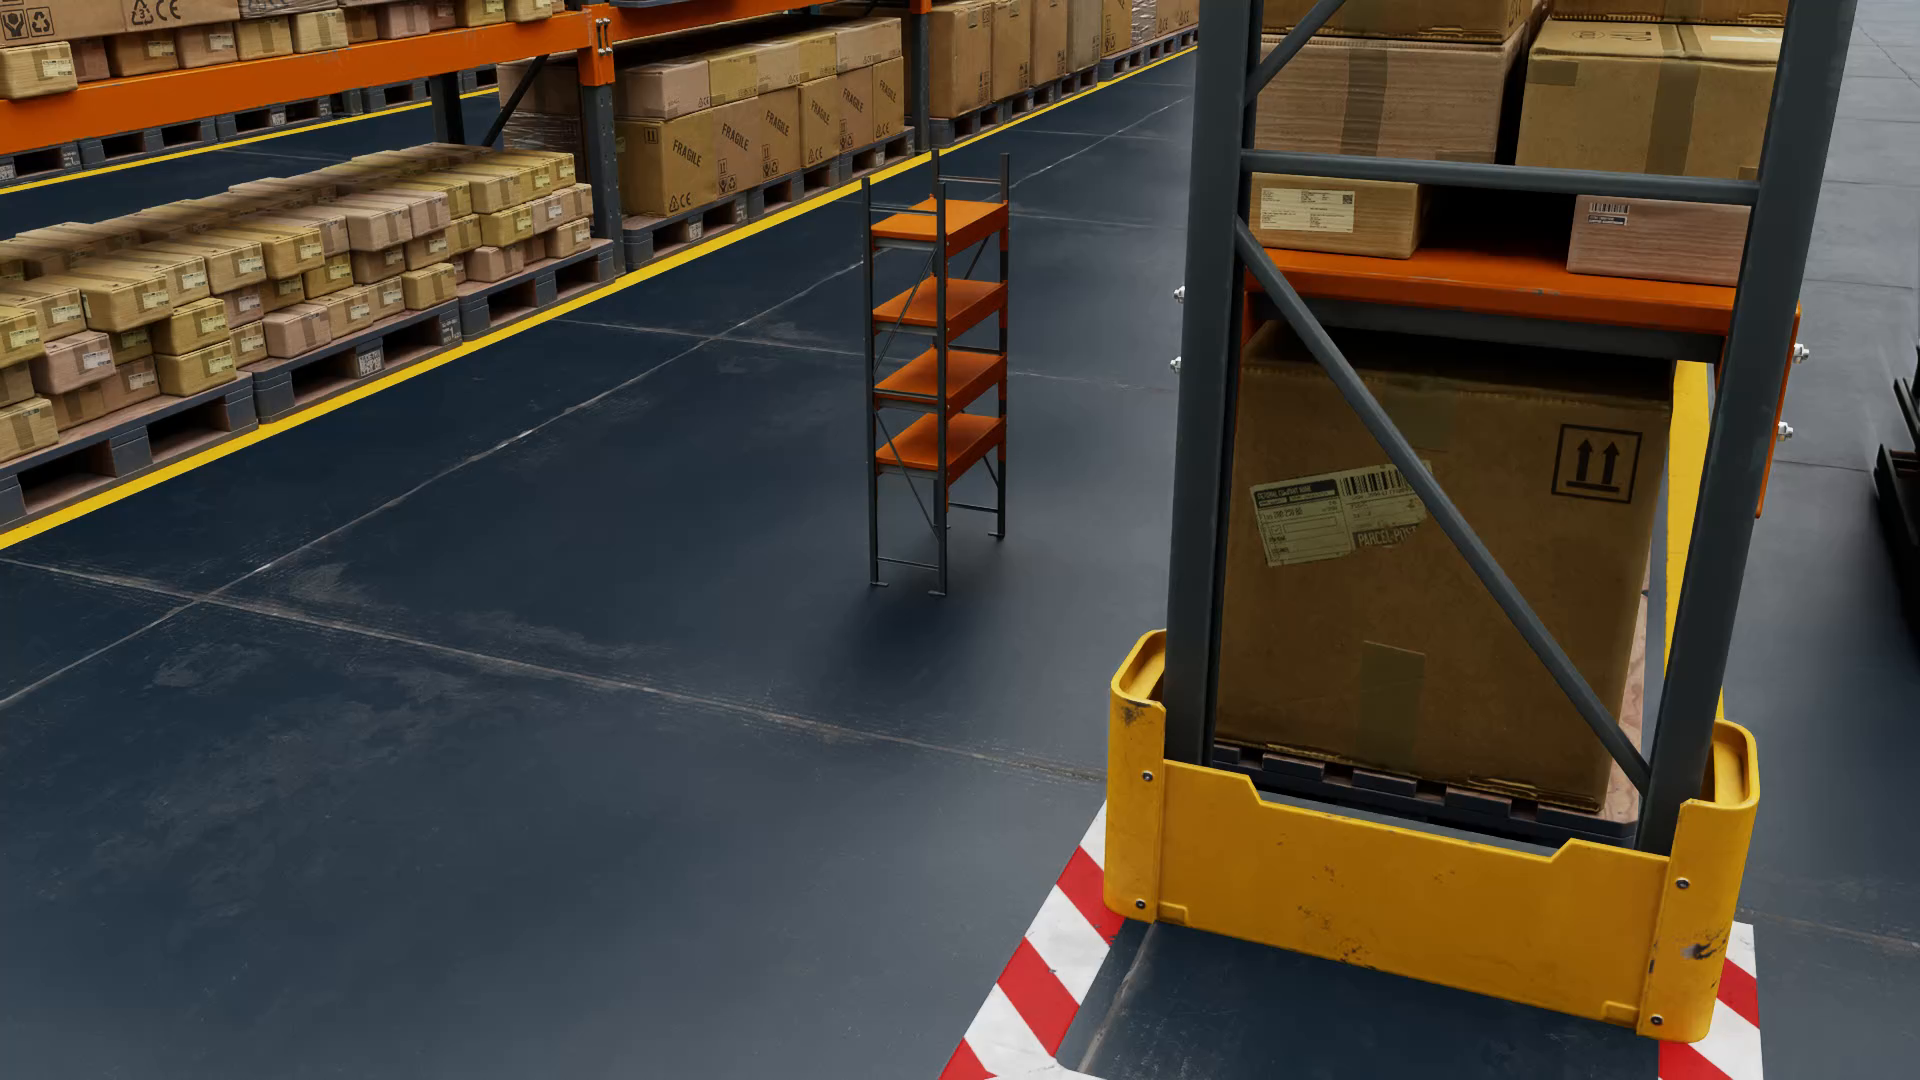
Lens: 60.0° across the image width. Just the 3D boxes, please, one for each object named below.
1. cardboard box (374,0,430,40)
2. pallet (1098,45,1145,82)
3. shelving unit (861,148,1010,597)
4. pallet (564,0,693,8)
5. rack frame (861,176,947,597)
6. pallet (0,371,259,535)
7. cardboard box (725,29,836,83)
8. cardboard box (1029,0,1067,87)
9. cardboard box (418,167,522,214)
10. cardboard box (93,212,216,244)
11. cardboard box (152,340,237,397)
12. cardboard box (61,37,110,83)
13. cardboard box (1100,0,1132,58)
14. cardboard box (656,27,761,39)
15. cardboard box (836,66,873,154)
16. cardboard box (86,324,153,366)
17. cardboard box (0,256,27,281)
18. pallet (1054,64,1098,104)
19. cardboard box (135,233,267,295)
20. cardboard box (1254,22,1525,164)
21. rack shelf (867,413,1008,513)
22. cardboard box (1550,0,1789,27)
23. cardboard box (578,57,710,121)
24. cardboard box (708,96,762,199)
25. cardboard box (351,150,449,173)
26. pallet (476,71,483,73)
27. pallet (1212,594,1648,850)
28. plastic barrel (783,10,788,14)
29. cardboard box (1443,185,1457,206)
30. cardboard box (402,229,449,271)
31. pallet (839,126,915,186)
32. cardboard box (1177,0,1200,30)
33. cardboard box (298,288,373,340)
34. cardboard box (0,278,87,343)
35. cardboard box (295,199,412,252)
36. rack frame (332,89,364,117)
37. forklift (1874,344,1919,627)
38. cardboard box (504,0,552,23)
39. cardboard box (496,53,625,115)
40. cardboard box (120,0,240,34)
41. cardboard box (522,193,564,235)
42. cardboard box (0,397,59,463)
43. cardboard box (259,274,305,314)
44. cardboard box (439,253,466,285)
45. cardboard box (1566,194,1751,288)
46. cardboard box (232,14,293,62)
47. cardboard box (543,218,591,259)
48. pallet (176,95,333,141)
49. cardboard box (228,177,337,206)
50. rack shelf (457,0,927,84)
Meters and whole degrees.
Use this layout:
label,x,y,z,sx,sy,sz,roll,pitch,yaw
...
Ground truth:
label,x,y,z,sx,sy,sz,roll,pitch,yaw
cardboard box,-2.418,-2.149,6.830,0.380,0.149,0.250,8,24,18
pallet,1.138,-4.623,16.044,1.003,0.211,1.213,9,24,20
shelving unit,-0.061,-0.494,4.877,0.258,1.200,0.503,9,24,20
pallet,-1.770,-2.950,8.670,1.003,0.211,1.213,9,24,20
rack frame,-0.152,-0.407,4.668,0.240,1.200,0.015,9,24,20
pallet,-3.312,-0.381,5.888,1.003,0.211,1.213,9,24,20
cardboard box,-1.094,-2.960,10.169,0.500,0.250,0.500,9,24,21
cardboard box,0.274,-4.225,13.847,1.050,0.750,0.750,9,24,20
cardboard box,-2.223,-1.587,7.540,0.380,0.149,0.250,9,24,20
cardboard box,-3.184,-1.192,6.594,0.380,0.149,0.250,8,24,18
cardboard box,-2.879,-0.646,6.058,0.380,0.149,0.250,9,24,21
cardboard box,-3.075,-1.606,5.528,0.380,0.149,0.250,10,25,23
cardboard box,1.081,-5.077,15.725,0.875,0.875,0.875,9,24,21
cardboard box,-1.568,-3.035,10.349,0.500,0.250,0.500,9,24,20
cardboard box,-0.901,-2.800,10.759,0.500,0.500,0.500,10,25,22
cardboard box,-3.079,-0.711,5.829,0.380,0.149,0.250,9,24,21
cardboard box,-3.588,-0.926,5.956,0.380,0.149,0.250,8,24,19
pallet,0.566,-4.075,14.732,1.003,0.211,1.213,9,24,20
cardboard box,-2.834,-1.032,6.212,0.380,0.149,0.250,10,25,22
cardboard box,0.827,-0.888,3.292,0.500,0.250,0.500,8,24,19
rack shelf,-0.061,-0.249,4.979,0.258,0.148,0.480,9,24,20
cardboard box,1.508,-1.334,3.389,0.500,0.500,0.500,8,24,19
cardboard box,-1.669,-2.399,8.827,0.500,0.250,0.500,8,24,18
cardboard box,-1.473,-2.242,9.425,0.500,0.500,0.500,10,25,22
cardboard box,-2.666,-1.755,7.942,0.380,0.149,0.250,10,25,23
pallet,-4.138,-4.756,16.362,1.003,0.211,1.213,9,24,20
pallet,1.117,0.381,4.064,1.003,0.211,1.213,9,24,20
plastic barrel,-1.726,-5.608,18.127,0.421,0.421,0.512,-12,25,-26
cardboard box,0.909,-0.850,3.720,0.380,0.149,0.250,9,24,20
cardboard box,-2.443,-1.277,7.182,0.380,0.149,0.250,9,24,21
pallet,-0.995,-2.651,11.323,1.003,0.211,1.213,9,24,20
cardboard box,2.078,-6.041,18.034,0.875,0.875,0.875,9,24,20
cardboard box,-2.621,-0.930,6.739,0.380,0.149,0.250,9,24,20
cardboard box,-3.174,-0.762,5.565,0.380,0.149,0.250,9,24,21
cardboard box,-2.495,-1.297,6.845,0.380,0.149,0.250,8,24,18
rack frame,-5.336,-4.890,13.065,1.000,3.000,0.127,9,24,20
forklift,3.503,-1.330,4.631,1.130,2.935,3.031,9,24,21
cardboard box,-2.072,-2.427,7.493,0.380,0.149,0.250,8,24,19
cardboard box,-2.147,-2.475,9.009,0.500,0.250,0.500,8,24,19
cardboard box,-2.882,-2.028,5.697,0.500,0.500,0.500,9,24,21
cardboard box,-2.100,-1.545,7.824,0.380,0.149,0.250,8,24,18
cardboard box,-3.183,-0.375,5.409,0.380,0.149,0.250,9,24,21
cardboard box,-2.810,-0.999,6.518,0.380,0.149,0.250,10,25,23
cardboard box,-2.441,-1.214,7.417,0.380,0.149,0.250,8,24,19
cardboard box,1.331,-0.572,3.054,0.380,0.149,0.250,9,24,21
cardboard box,-2.718,-1.873,6.169,0.380,0.149,0.250,10,25,22
cardboard box,-2.018,-1.475,8.044,0.380,0.149,0.250,9,24,21
pallet,-5.699,-3.332,12.953,1.003,0.211,1.213,9,24,20
cardboard box,-2.961,-1.482,7.287,0.380,0.149,0.250,9,24,21
rack shelf,-1.446,-3.170,9.880,1.077,0.370,4.000,9,24,20
